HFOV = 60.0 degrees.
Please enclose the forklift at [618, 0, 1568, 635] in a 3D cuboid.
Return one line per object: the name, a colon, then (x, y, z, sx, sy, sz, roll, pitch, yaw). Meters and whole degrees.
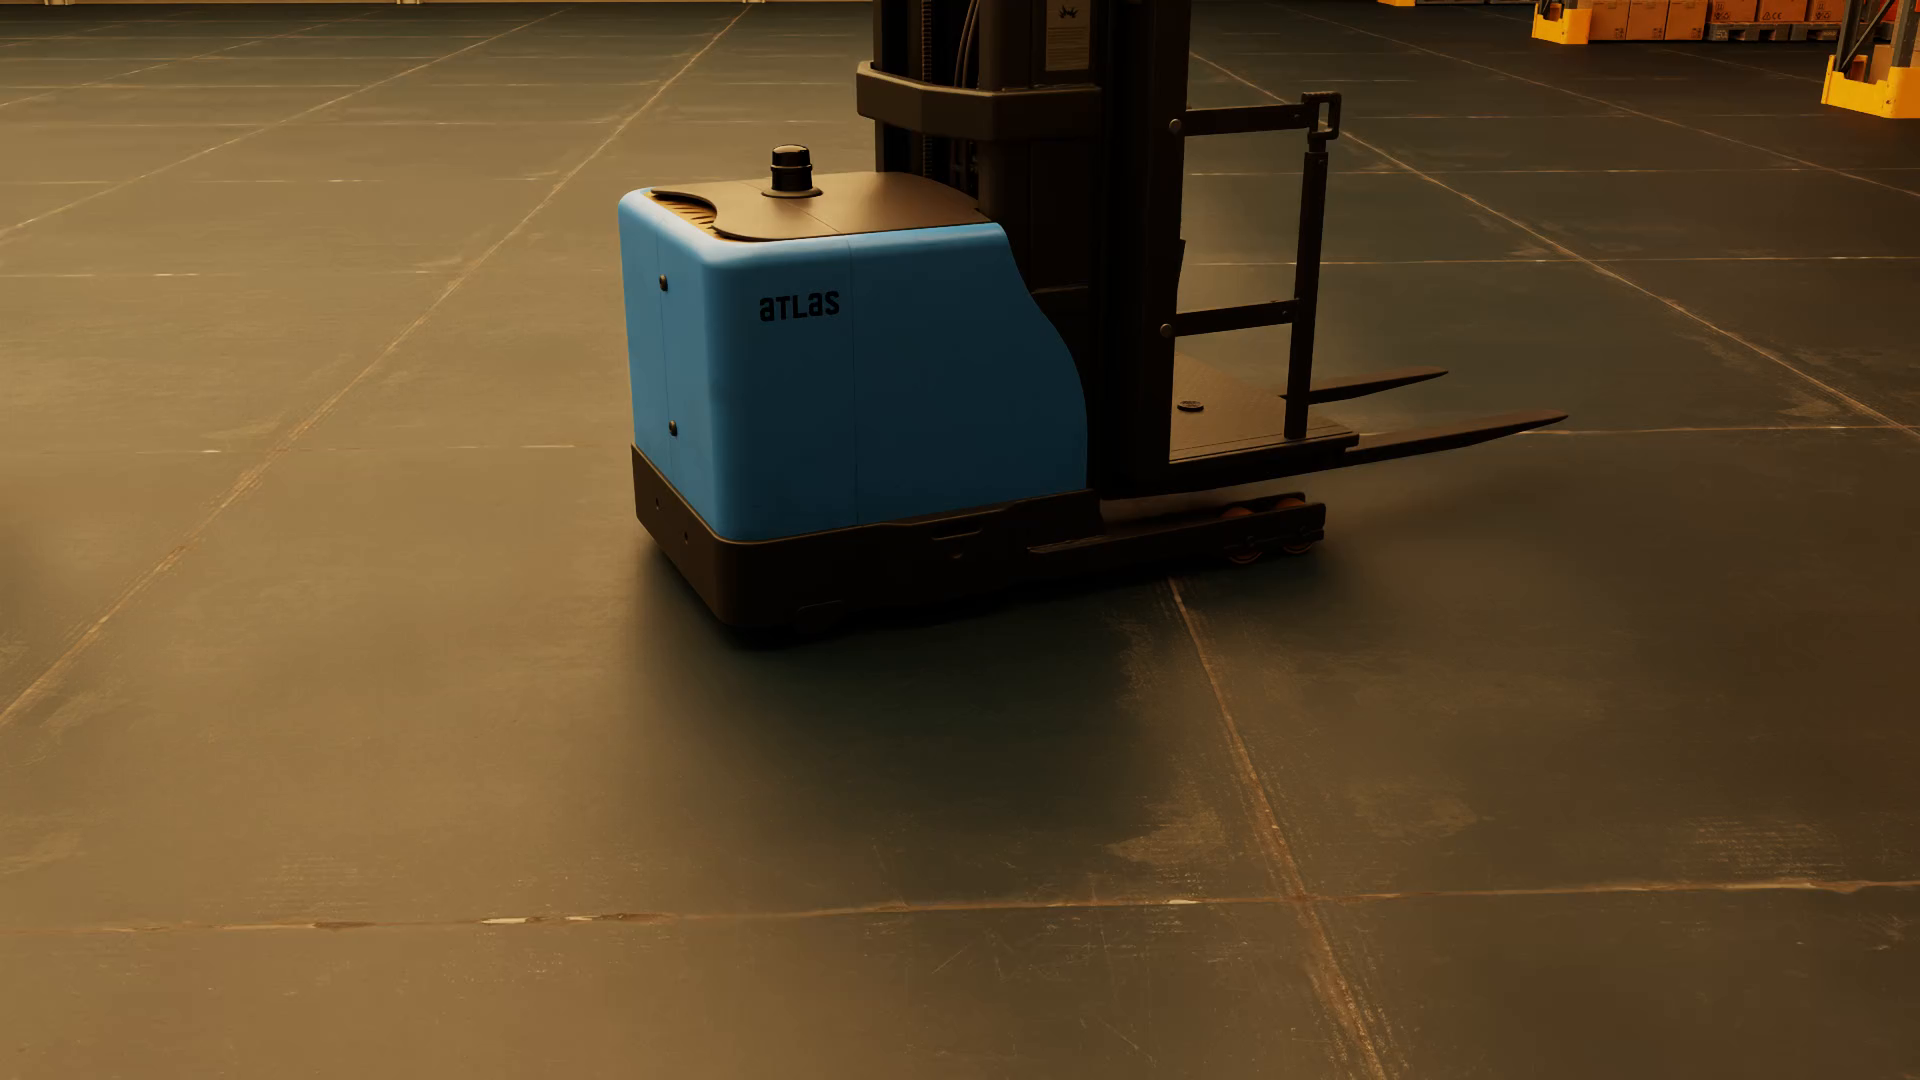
forklift: (0.552, -1.458, 4.875, 3.031, 2.935, 1.130, -10, 23, -23)
